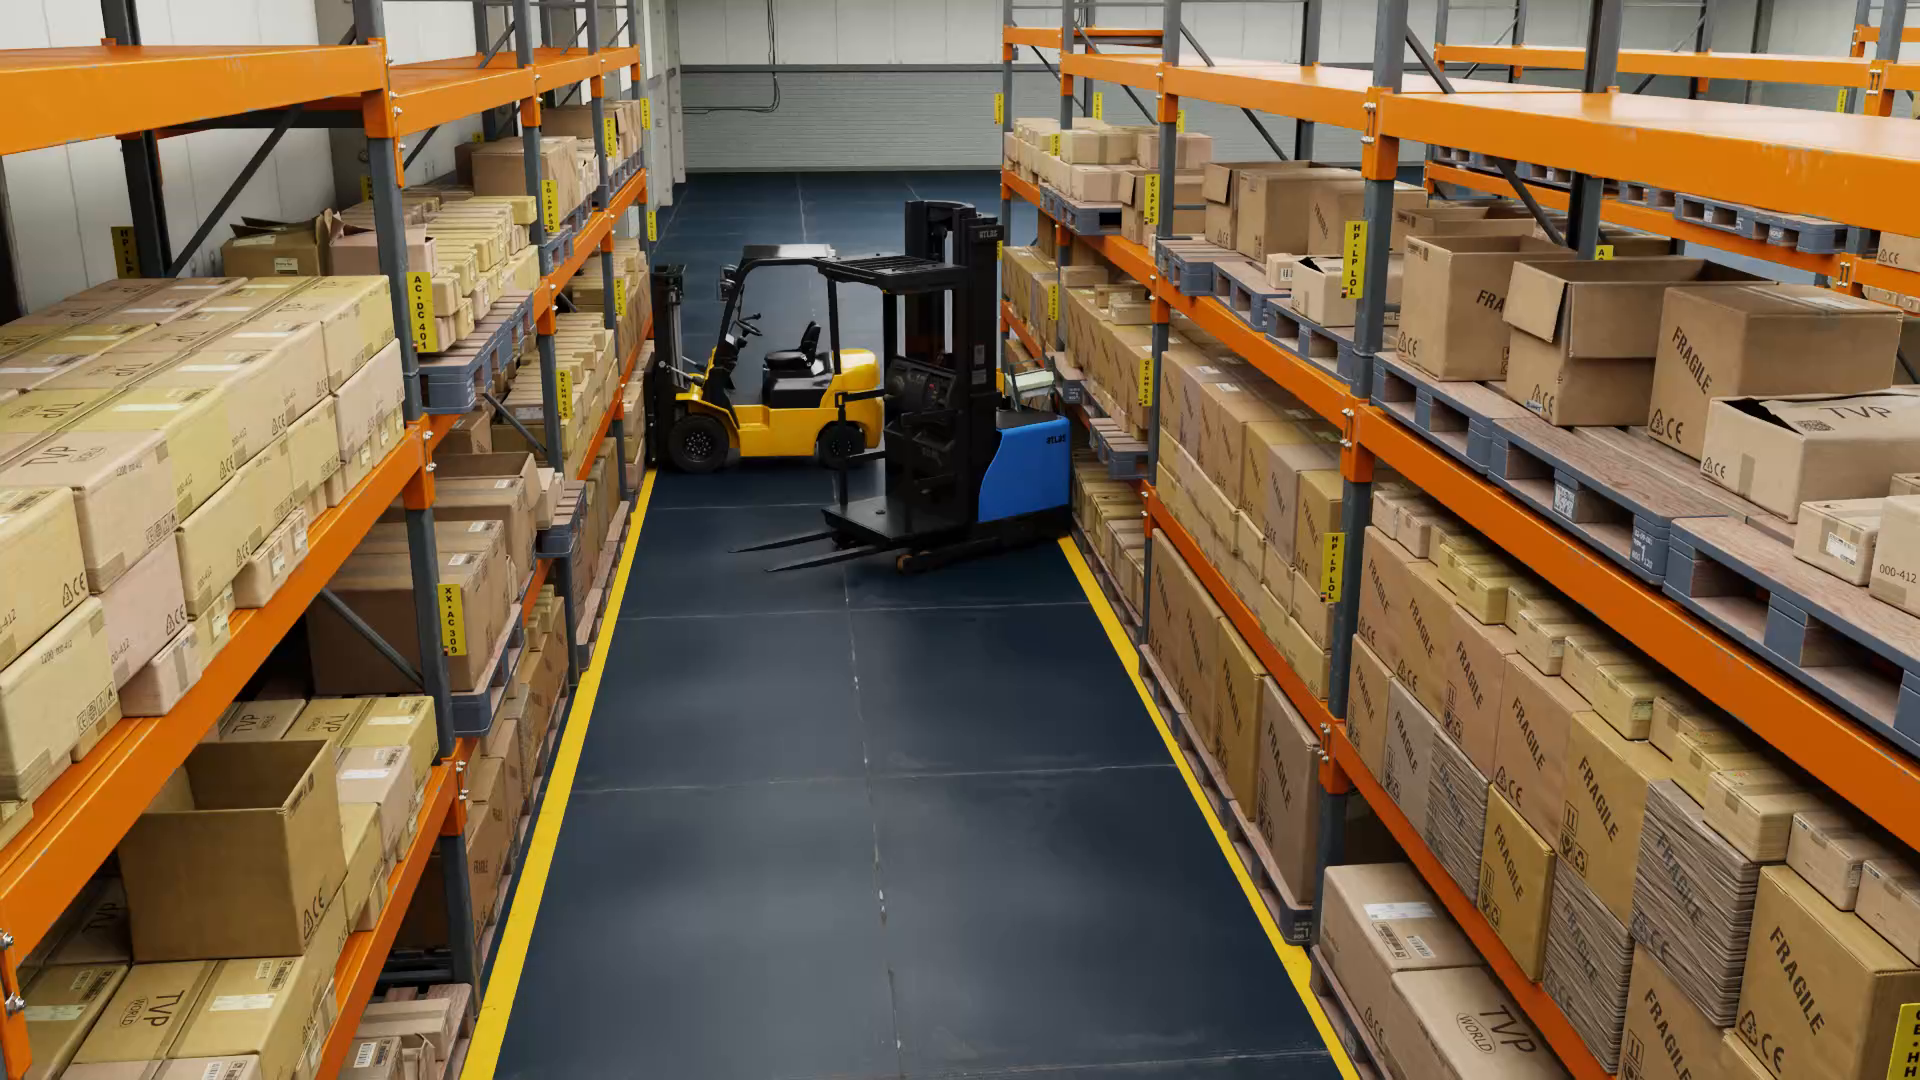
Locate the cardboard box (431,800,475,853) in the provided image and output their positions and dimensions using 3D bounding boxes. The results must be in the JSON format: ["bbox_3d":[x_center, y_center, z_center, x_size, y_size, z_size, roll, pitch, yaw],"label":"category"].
[{"bbox_3d":[-2.494,1.342,7.783,0.380,0.149,0.250,-1,17,-3],"label":"cardboard box"}]

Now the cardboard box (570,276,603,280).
[{"bbox_3d":[-3.437,-2.363,15.450,0.380,0.149,0.250,-2,18,-7],"label":"cardboard box"}]

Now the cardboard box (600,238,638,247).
[{"bbox_3d":[-3.713,-3.200,18.115,0.380,0.149,0.250,-2,18,-5],"label":"cardboard box"}]

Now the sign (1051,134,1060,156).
[{"bbox_3d":[0.851,-3.422,14.699,0.100,0.325,0.005,-2,18,-6],"label":"sign"}]

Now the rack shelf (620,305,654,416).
[{"bbox_3d":[-3.753,-1.862,16.800,1.077,0.370,4.000,-2,18,-6],"label":"rack shelf"}]

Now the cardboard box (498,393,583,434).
[{"bbox_3d":[-2.987,-0.873,11.866,0.500,0.250,0.500,-1,17,-4],"label":"cardboard box"}]

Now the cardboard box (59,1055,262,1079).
[{"bbox_3d":[-2.140,1.602,4.320,0.500,0.250,0.500,-2,17,-5],"label":"cardboard box"}]

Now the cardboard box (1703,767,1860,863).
[{"bbox_3d":[2.231,0.728,4.433,0.380,0.149,0.250,-2,18,-6],"label":"cardboard box"}]

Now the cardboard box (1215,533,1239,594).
[{"bbox_3d":[1.776,0.109,9.572,0.500,0.250,0.500,-2,18,-6],"label":"cardboard box"}]

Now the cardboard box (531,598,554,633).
[{"bbox_3d":[-2.772,0.485,10.513,0.380,0.149,0.250,-3,18,-9],"label":"cardboard box"}]

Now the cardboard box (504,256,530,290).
[{"bbox_3d":[-2.787,-1.482,9.632,0.500,0.250,0.500,-2,18,-5],"label":"cardboard box"}]

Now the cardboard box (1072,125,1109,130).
[{"bbox_3d":[1.333,-4.173,17.041,0.380,0.149,0.250,-2,18,-7],"label":"cardboard box"}]

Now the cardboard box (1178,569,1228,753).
[{"bbox_3d":[1.879,0.716,10.235,0.875,0.875,0.875,-2,17,-5],"label":"cardboard box"}]

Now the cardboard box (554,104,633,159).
[{"bbox_3d":[-3.665,-4.095,16.670,0.700,0.500,0.500,-2,18,-5],"label":"cardboard box"}]

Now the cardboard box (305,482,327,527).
[{"bbox_3d":[-2.330,-0.132,5.500,0.380,0.149,0.250,-1,17,-4],"label":"cardboard box"}]

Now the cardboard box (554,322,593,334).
[{"bbox_3d":[-3.273,-1.720,13.900,0.380,0.149,0.250,-2,18,-6],"label":"cardboard box"}]

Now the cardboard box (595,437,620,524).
[{"bbox_3d":[-3.482,-0.521,14.593,0.875,0.625,0.625,-1,17,-3],"label":"cardboard box"}]

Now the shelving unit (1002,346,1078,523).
[{"bbox_3d":[0.743,-0.933,14.995,0.431,1.500,0.755,-12,14,-1],"label":"shelving unit"}]

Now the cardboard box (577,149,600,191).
[{"bbox_3d":[-3.230,-3.038,13.618,0.500,0.311,0.500,-2,18,-7],"label":"cardboard box"}]

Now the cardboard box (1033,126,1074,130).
[{"bbox_3d":[0.937,-4.080,16.747,0.380,0.149,0.250,-1,17,-4],"label":"cardboard box"}]

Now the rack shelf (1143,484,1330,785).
[{"bbox_3d":[2.009,0.367,9.700,1.077,0.370,4.000,-2,18,-6],"label":"rack shelf"}]

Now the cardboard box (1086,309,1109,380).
[{"bbox_3d":[1.306,-1.555,13.259,0.500,0.500,0.500,-2,18,-8],"label":"cardboard box"}]

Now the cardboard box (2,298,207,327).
[{"bbox_3d":[-2.885,-0.655,5.668,0.500,0.250,0.500,-2,18,-7],"label":"cardboard box"}]

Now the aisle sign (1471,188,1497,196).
[{"bbox_3d":[6.182,-4.409,19.373,0.394,0.787,0.004,-2,18,-6],"label":"aisle sign"}]

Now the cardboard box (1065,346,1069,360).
[{"bbox_3d":[1.133,-1.670,14.706,0.380,0.149,0.250,-2,17,-5],"label":"cardboard box"}]

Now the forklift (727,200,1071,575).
[{"bbox_3d":[-0.503,-1.287,13.885,3.031,2.935,1.130,-12,21,-34],"label":"forklift"}]

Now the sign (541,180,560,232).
[{"bbox_3d":[-2.594,-2.111,10.523,0.100,0.325,0.005,-2,18,-6],"label":"sign"}]

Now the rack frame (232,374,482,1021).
[{"bbox_3d":[-2.722,0.774,7.202,1.000,3.000,0.127,-2,18,-6],"label":"rack frame"}]

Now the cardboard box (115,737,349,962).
[{"bbox_3d":[-2.243,0.948,5.153,0.500,0.500,0.500,-1,17,-4],"label":"cardboard box"}]

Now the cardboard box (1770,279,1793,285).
[{"bbox_3d":[6.518,-1.869,13.787,0.700,0.500,0.500,-2,18,-6],"label":"cardboard box"}]

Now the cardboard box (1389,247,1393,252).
[{"bbox_3d":[2.375,-1.503,8.971,0.396,0.266,0.258,0,17,-1],"label":"cardboard box"}]

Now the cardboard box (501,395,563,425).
[{"bbox_3d":[-2.874,-0.879,11.218,0.380,0.149,0.250,-1,17,-4],"label":"cardboard box"}]

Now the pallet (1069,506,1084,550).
[{"bbox_3d":[1.472,-0.201,14.965,1.003,0.211,1.213,-2,18,-6],"label":"pallet"}]

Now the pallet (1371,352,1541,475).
[{"bbox_3d":[2.289,-0.525,6.481,1.003,0.211,1.213,-2,18,-6],"label":"pallet"}]

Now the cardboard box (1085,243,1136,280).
[{"bbox_3d":[1.560,-2.568,15.516,0.700,0.500,0.500,-2,18,-6],"label":"cardboard box"}]

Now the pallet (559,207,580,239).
[{"bbox_3d":[-3.411,-2.291,12.274,1.003,0.211,1.213,-1,17,-3],"label":"pallet"}]

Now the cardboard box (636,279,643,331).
[{"bbox_3d":[-3.550,-2.402,17.155,0.500,0.500,0.500,-2,18,-7],"label":"cardboard box"}]

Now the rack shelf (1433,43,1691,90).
[{"bbox_3d":[6.097,-4.871,17.037,1.077,0.370,4.000,-2,18,-6],"label":"rack shelf"}]

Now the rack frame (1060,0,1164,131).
[{"bbox_3d":[1.390,-4.626,14.388,1.000,3.000,0.127,-2,18,-6],"label":"rack frame"}]

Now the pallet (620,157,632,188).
[{"bbox_3d":[-3.783,-3.614,16.320,1.003,0.211,1.213,-2,18,-6],"label":"pallet"}]

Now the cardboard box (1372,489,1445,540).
[{"bbox_3d":[1.990,-0.112,7.107,0.380,0.149,0.250,-2,18,-6],"label":"cardboard box"}]

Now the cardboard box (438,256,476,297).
[{"bbox_3d":[-2.399,-1.184,7.486,0.380,0.149,0.250,-2,18,-7],"label":"cardboard box"}]

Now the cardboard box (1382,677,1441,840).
[{"bbox_3d":[2.051,0.870,6.730,0.500,0.500,0.500,-2,18,-5],"label":"cardboard box"}]

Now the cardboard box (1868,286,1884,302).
[{"bbox_3d":[10.691,-2.825,19.088,0.380,0.149,0.250,-2,18,-6],"label":"cardboard box"}]

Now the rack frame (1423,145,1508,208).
[{"bbox_3d":[5.891,-3.138,19.665,1.000,3.000,0.127,-2,18,-6],"label":"rack frame"}]

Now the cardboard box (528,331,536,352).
[{"bbox_3d":[-3.676,-1.623,13.590,0.380,0.149,0.250,-2,18,-6],"label":"cardboard box"}]

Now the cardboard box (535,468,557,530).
[{"bbox_3d":[-2.703,-0.242,9.989,0.500,0.250,0.500,-3,18,-8],"label":"cardboard box"}]

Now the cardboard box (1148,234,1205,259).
[{"bbox_3d":[1.528,-2.044,11.592,0.380,0.149,0.250,-2,18,-6],"label":"cardboard box"}]

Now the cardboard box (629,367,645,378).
[{"bbox_3d":[-3.436,-1.586,16.940,0.500,0.250,0.500,-2,18,-7],"label":"cardboard box"}]

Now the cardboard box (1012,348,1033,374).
[{"bbox_3d":[0.847,-1.790,18.008,0.500,0.500,0.500,-2,18,-8],"label":"cardboard box"}]

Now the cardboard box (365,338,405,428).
[{"bbox_3d":[-2.423,-0.591,6.298,0.500,0.250,0.500,-2,18,-5],"label":"cardboard box"}]

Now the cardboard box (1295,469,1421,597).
[{"bbox_3d":[1.919,-0.030,7.929,0.500,0.500,0.500,-1,17,-4],"label":"cardboard box"}]

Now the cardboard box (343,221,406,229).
[{"bbox_3d":[-3.181,-1.615,8.894,0.380,0.149,0.250,-2,18,-6],"label":"cardboard box"}]
